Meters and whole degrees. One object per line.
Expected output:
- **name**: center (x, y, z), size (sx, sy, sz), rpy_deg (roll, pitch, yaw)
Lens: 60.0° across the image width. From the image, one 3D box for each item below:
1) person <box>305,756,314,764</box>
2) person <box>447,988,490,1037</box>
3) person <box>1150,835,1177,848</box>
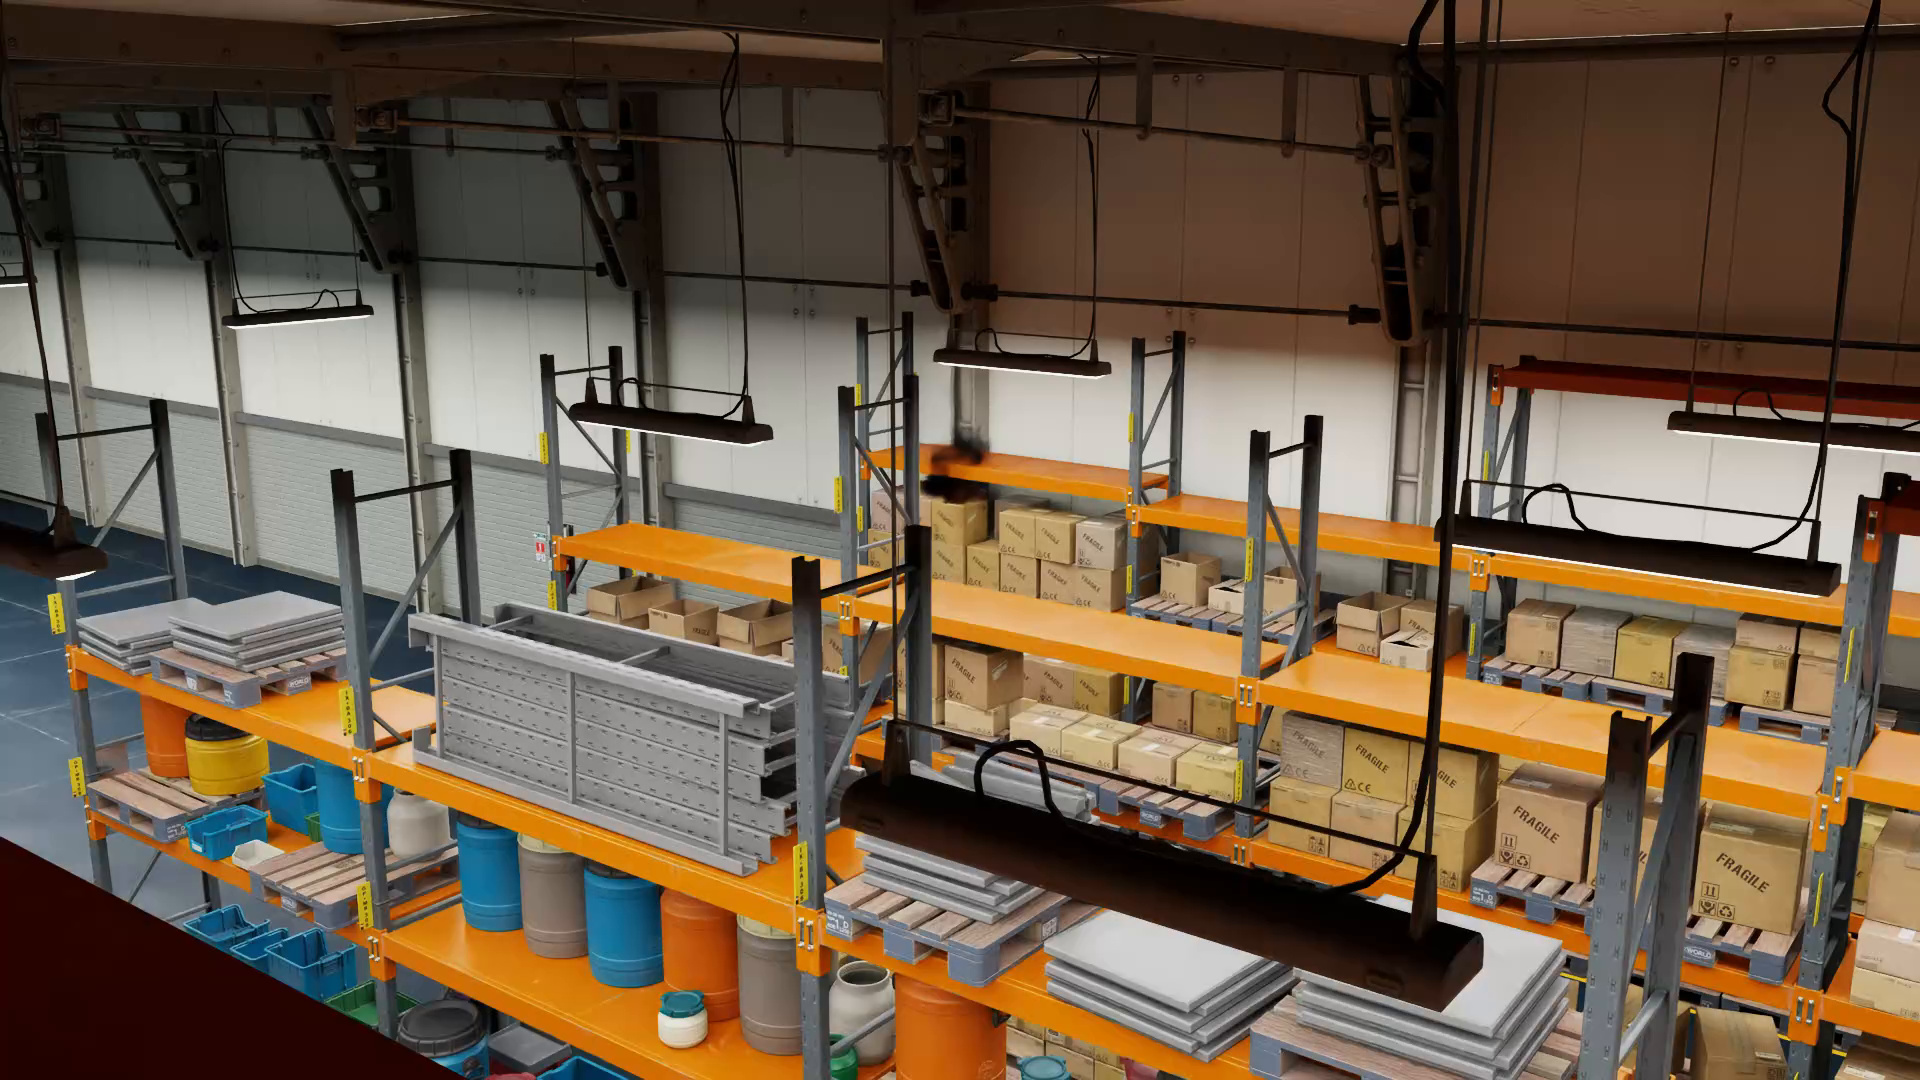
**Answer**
- **person**: center (-7.356, 2.764, 19.575), size (0.624, 1.681, 0.631), rpy_deg (-8, 15, -30)
- **person**: center (-4.313, 3.969, 14.684), size (0.626, 1.553, 0.546), rpy_deg (11, 17, 41)
- **person**: center (1.971, 3.544, 16.190), size (0.812, 1.705, 0.608), rpy_deg (12, 18, 43)
